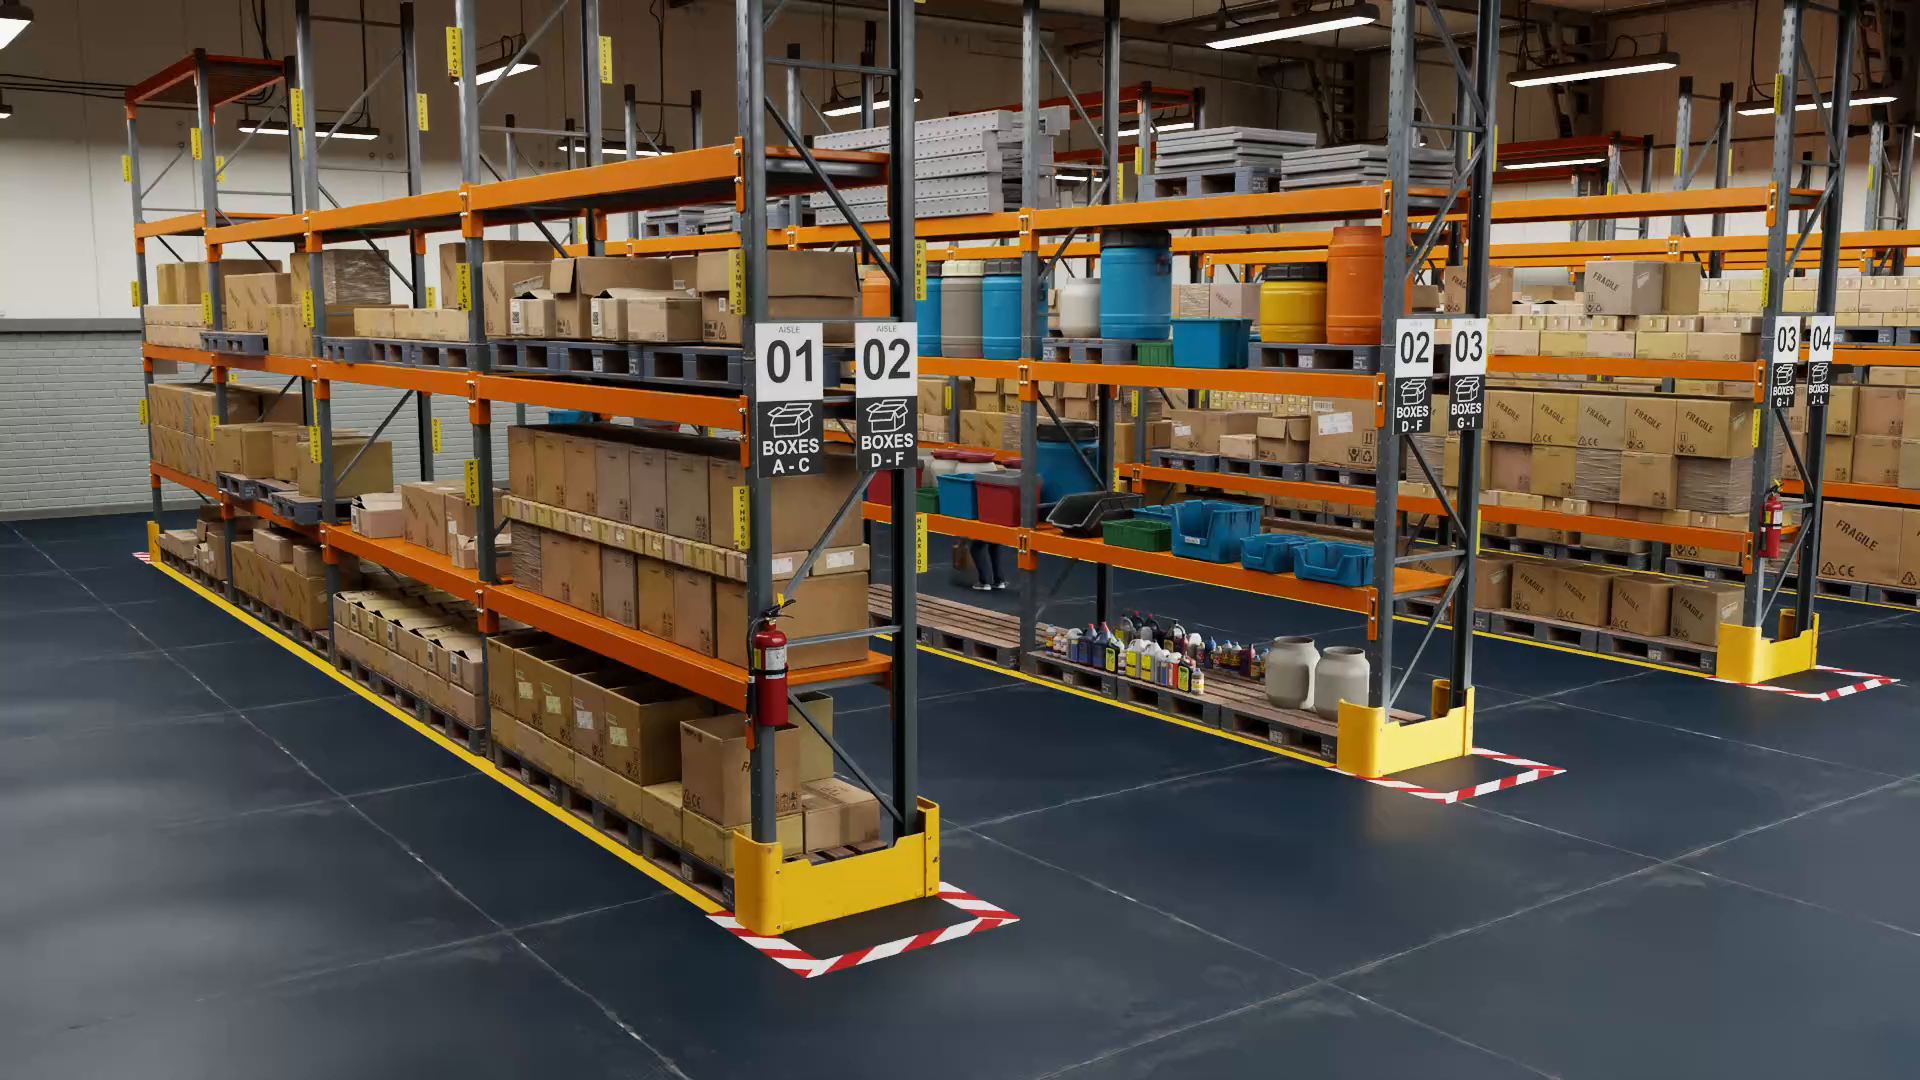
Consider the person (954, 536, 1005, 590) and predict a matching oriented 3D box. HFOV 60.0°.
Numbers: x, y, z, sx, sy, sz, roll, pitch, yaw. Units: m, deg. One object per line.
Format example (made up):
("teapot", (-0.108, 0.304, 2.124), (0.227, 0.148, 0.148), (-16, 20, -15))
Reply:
("person", (0.229, 0.074, 19.579), (0.406, 0.969, 0.870), (-6, 10, -38))
